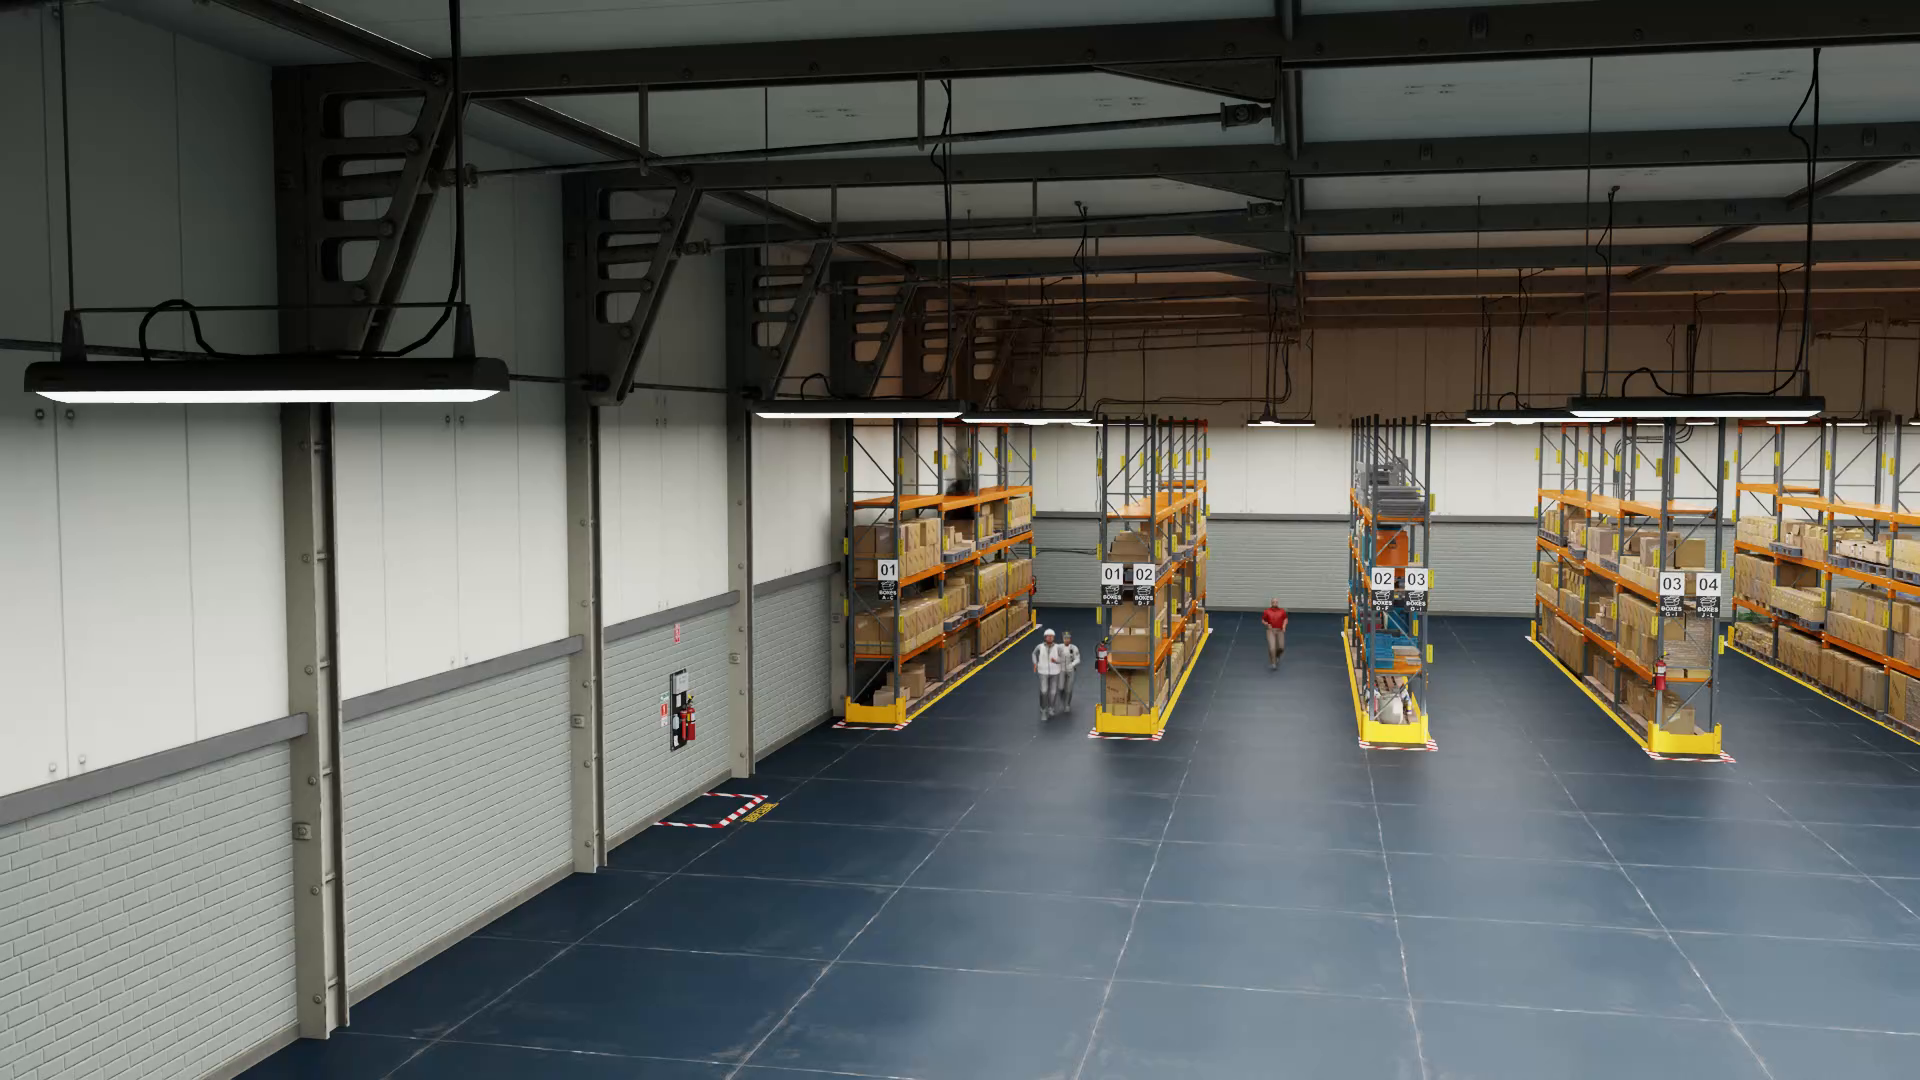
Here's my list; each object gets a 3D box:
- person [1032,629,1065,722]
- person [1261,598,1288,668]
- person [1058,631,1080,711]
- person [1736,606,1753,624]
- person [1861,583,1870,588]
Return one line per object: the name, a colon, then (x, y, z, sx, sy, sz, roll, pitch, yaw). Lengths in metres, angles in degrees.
person: (1.745, 2.662, 32.746, 0.624, 1.831, 0.752, 0, 4, -2)
person: (7.539, 2.230, 39.729, 0.653, 1.679, 0.606, 0, 4, 0)
person: (2.129, 2.649, 33.508, 0.588, 1.646, 0.692, 0, 4, 6)
person: (21.388, 1.851, 45.165, 0.691, 1.693, 0.716, 2, 4, 22)
person: (24.200, 1.944, 44.633, 0.562, 1.615, 0.561, 0, 4, 5)
